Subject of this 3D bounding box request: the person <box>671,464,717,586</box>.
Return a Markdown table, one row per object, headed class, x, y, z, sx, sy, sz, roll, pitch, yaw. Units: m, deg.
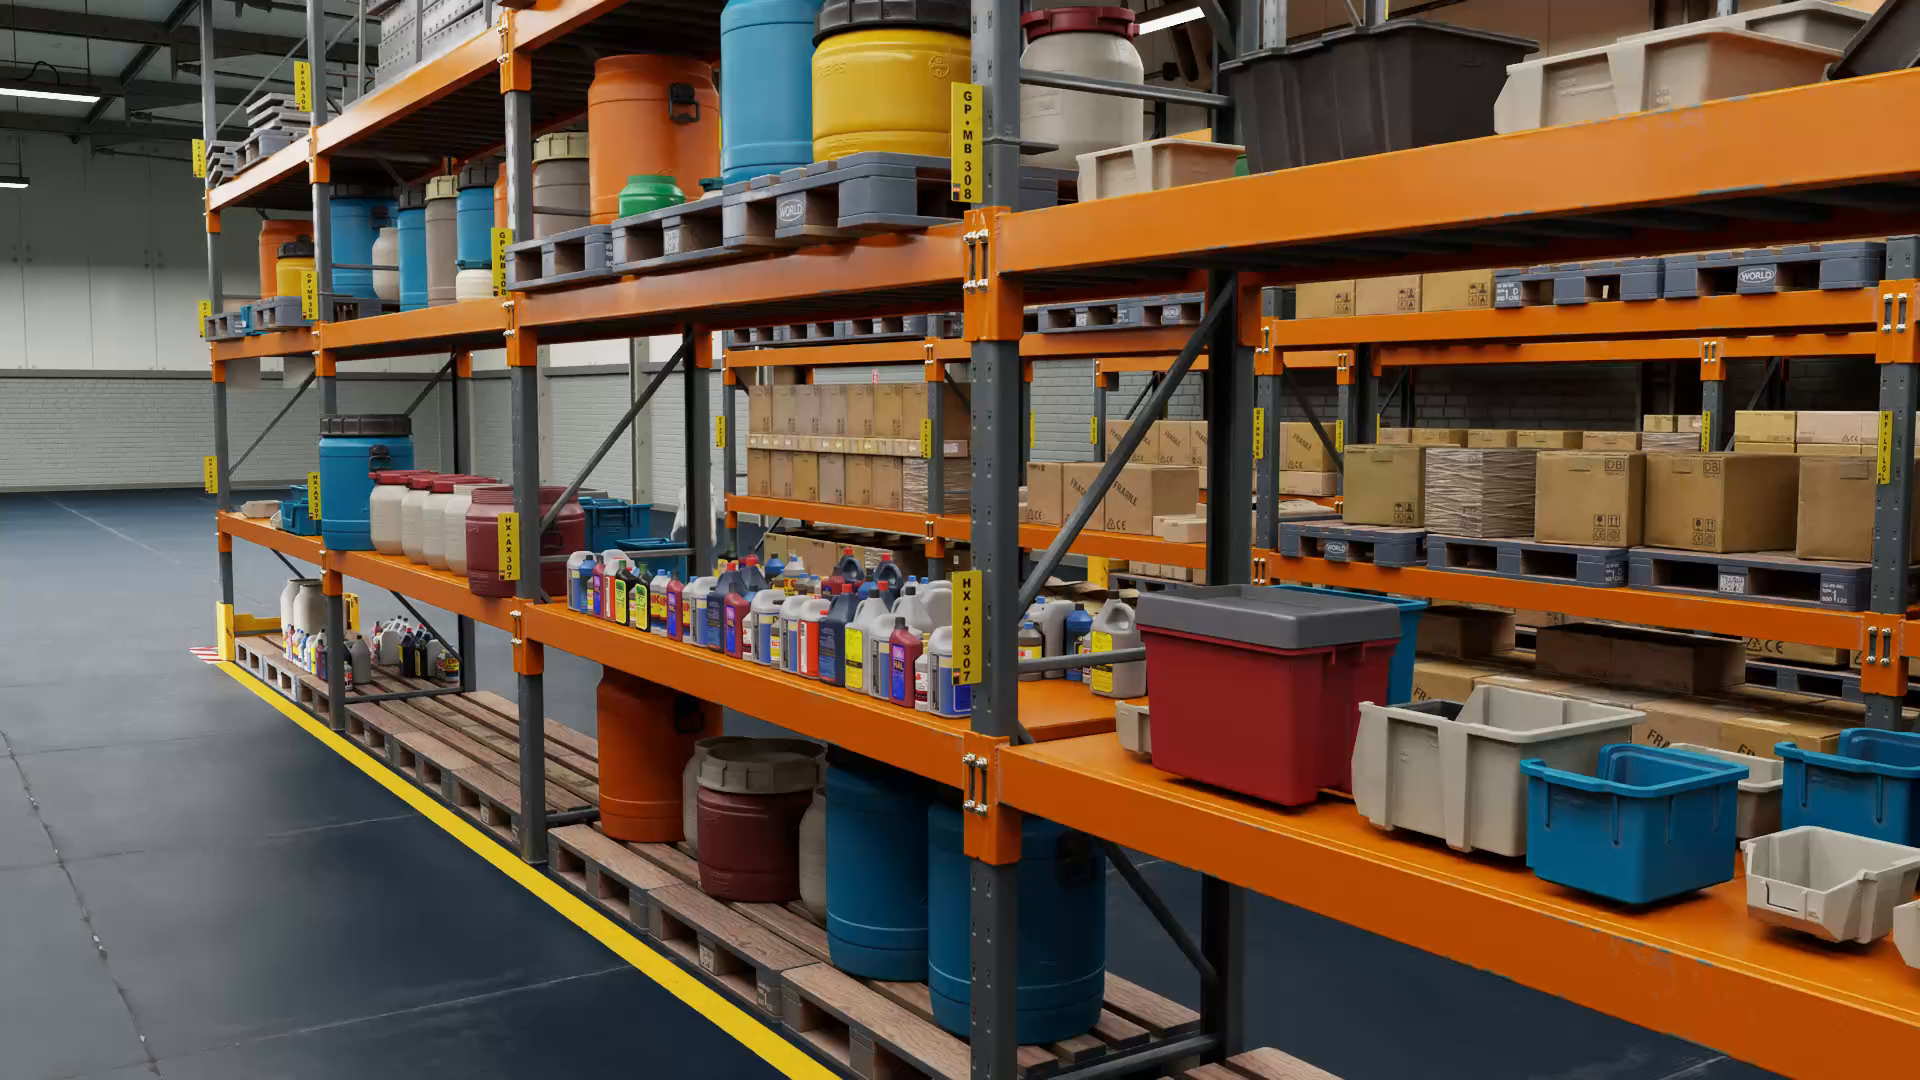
| class | x | y | z | sx | sy | sz | roll | pitch | yaw |
| --- | --- | --- | --- | --- | --- | --- | --- | --- | --- |
| person | -3.020 | -0.090 | 18.619 | 0.787 | 1.704 | 0.542 | -4 | 6 | -40 |
